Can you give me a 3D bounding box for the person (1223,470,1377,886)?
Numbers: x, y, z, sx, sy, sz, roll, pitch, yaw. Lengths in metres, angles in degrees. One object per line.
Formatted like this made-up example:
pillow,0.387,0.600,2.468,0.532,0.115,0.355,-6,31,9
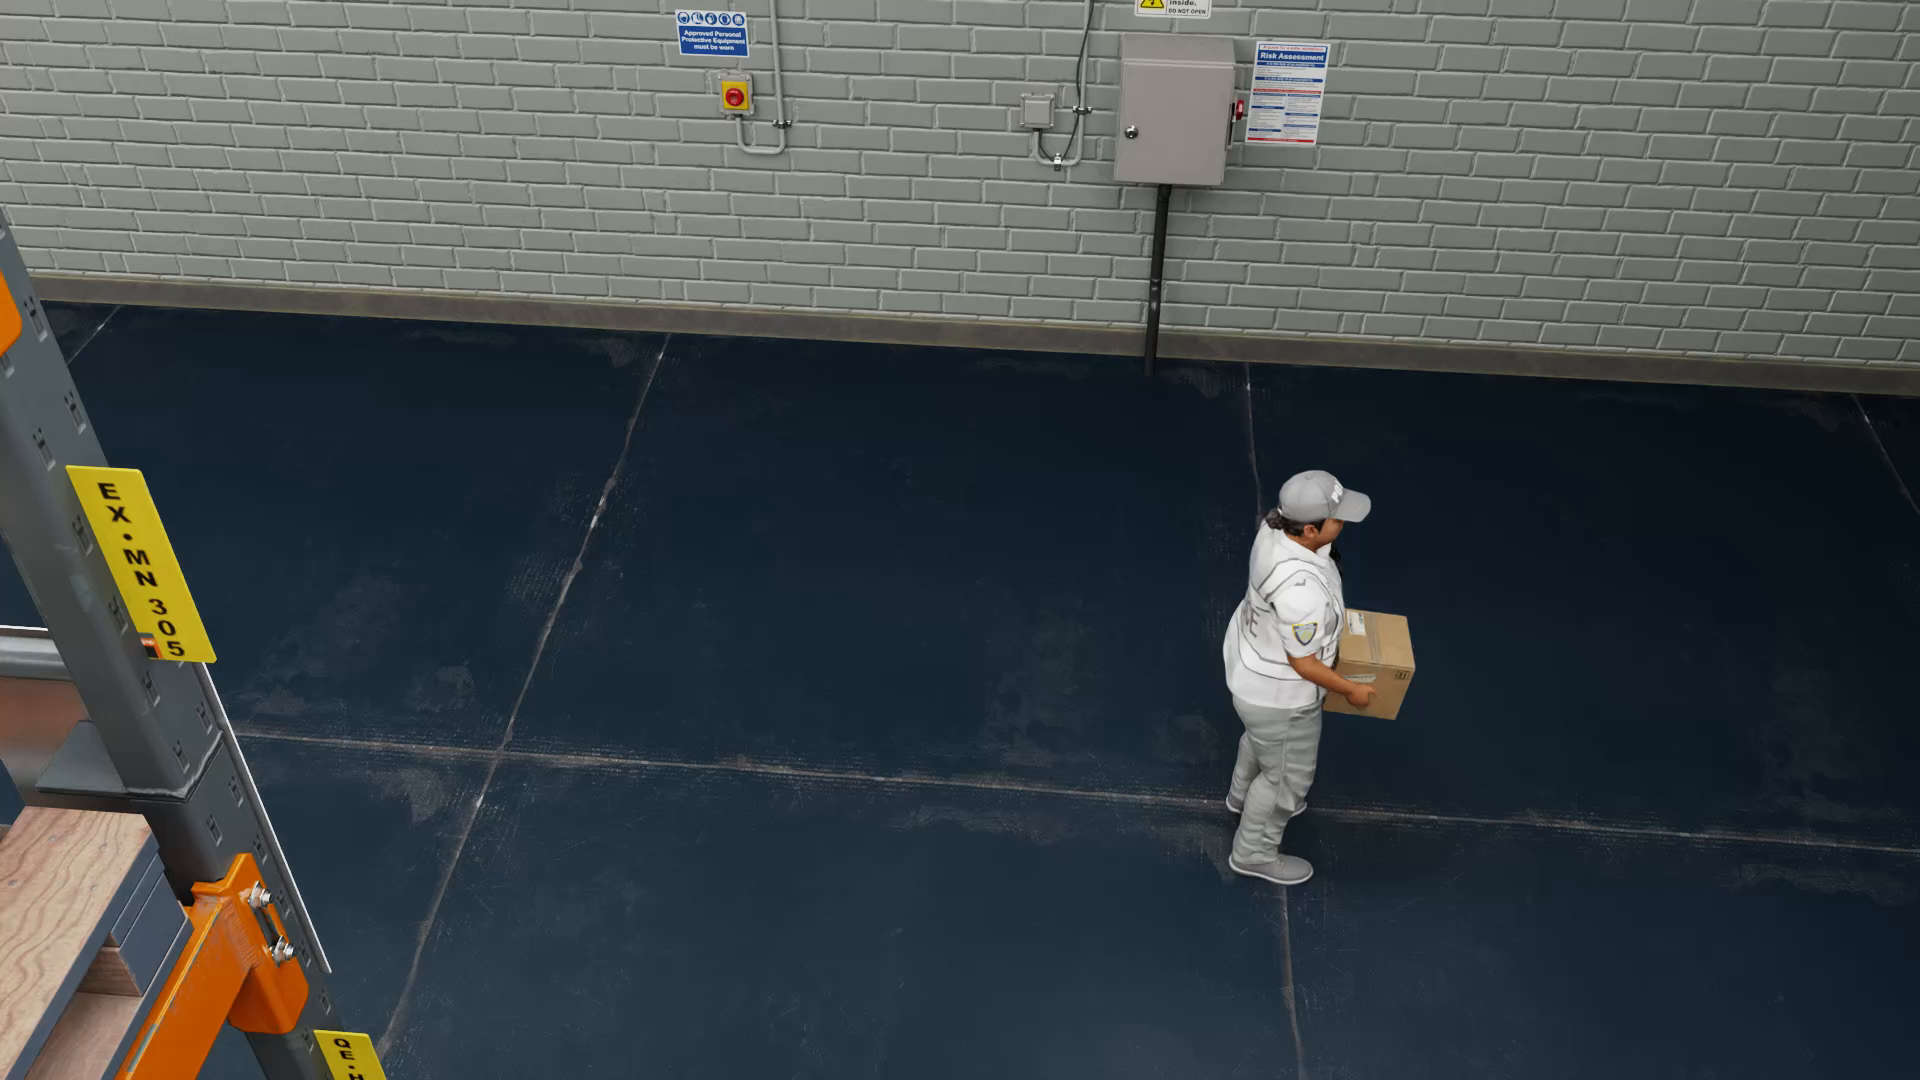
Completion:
person,1.142,0.450,5.618,0.503,1.670,0.487,3,40,3
